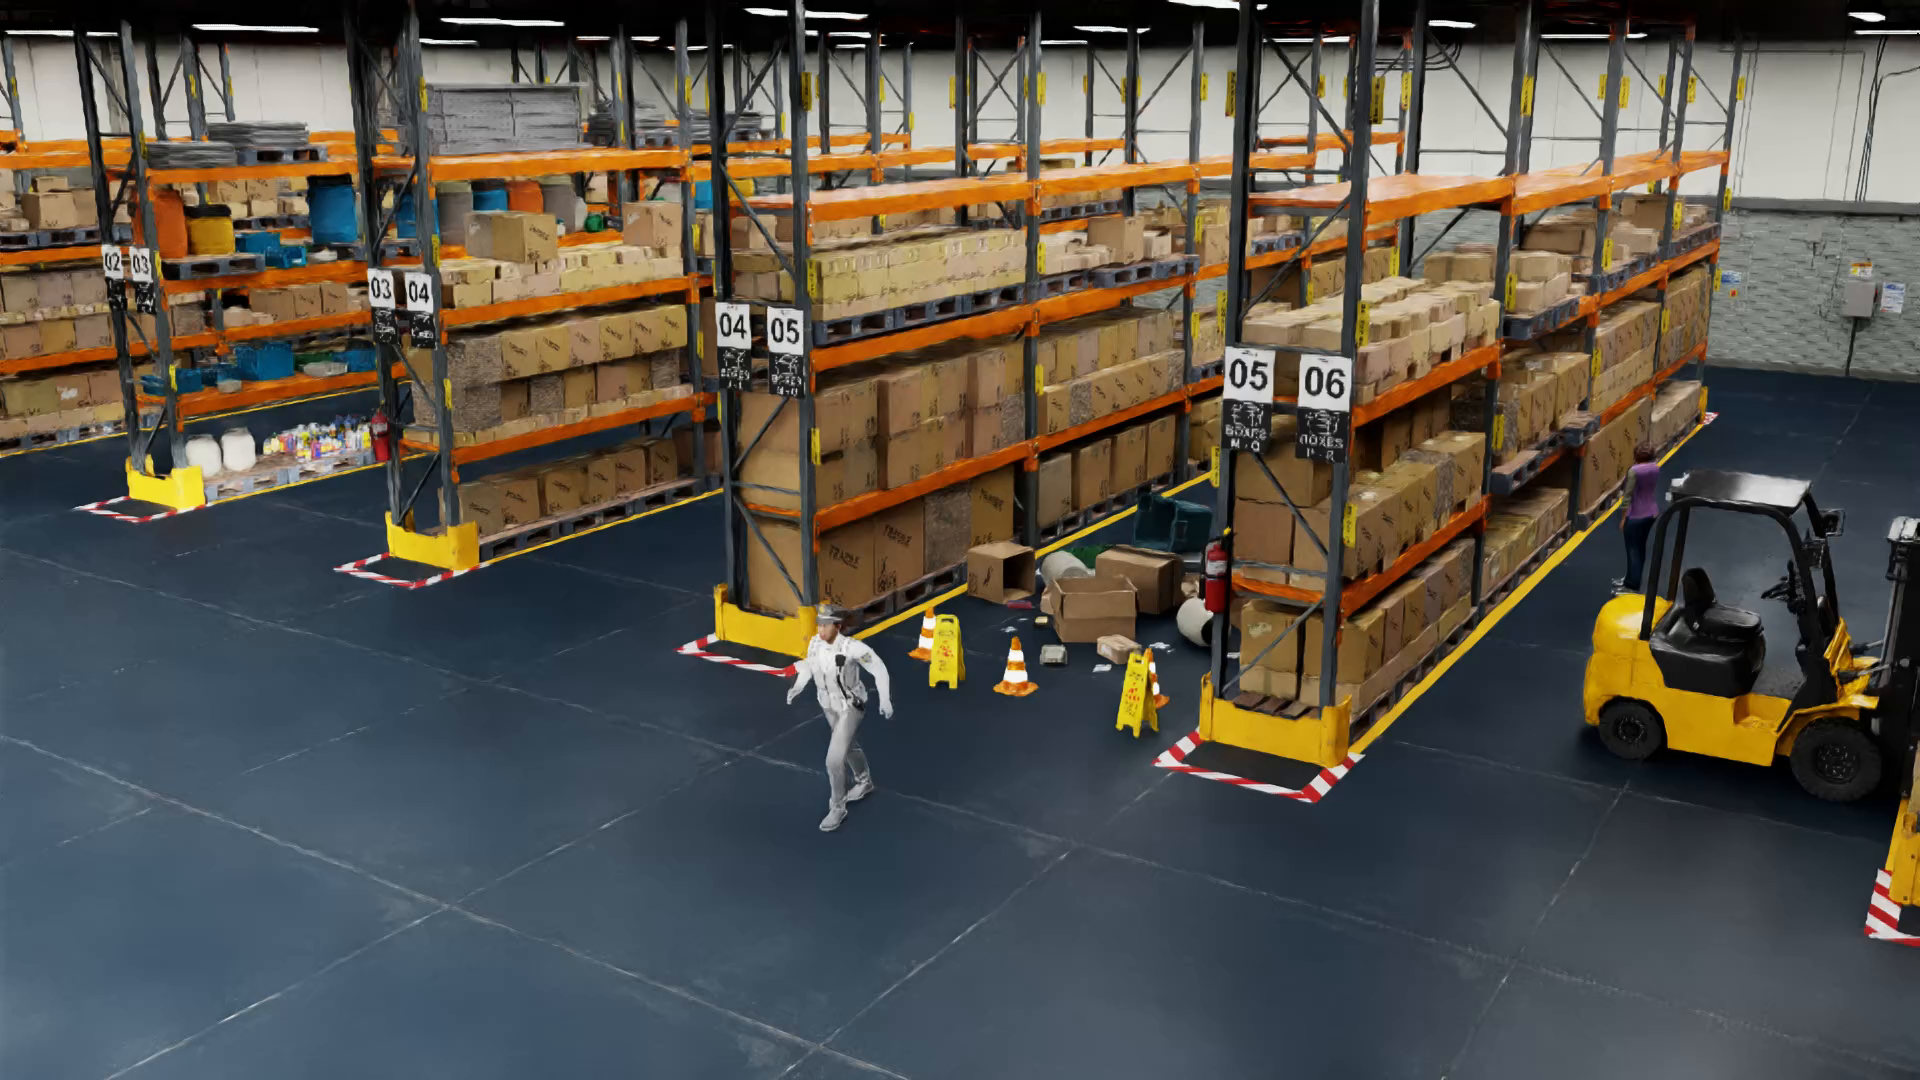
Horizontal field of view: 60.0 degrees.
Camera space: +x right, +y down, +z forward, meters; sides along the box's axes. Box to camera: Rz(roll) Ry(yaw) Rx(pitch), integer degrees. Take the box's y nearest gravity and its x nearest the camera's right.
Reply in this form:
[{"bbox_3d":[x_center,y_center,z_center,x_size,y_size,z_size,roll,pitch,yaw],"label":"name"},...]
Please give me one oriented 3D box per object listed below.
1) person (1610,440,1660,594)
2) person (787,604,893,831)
[{"bbox_3d":[6.927,-0.240,17.063,0.467,1.599,0.449,-7,17,-25],"label":"person"},{"bbox_3d":[-0.851,1.191,11.919,0.636,1.621,0.814,12,20,37],"label":"person"}]
